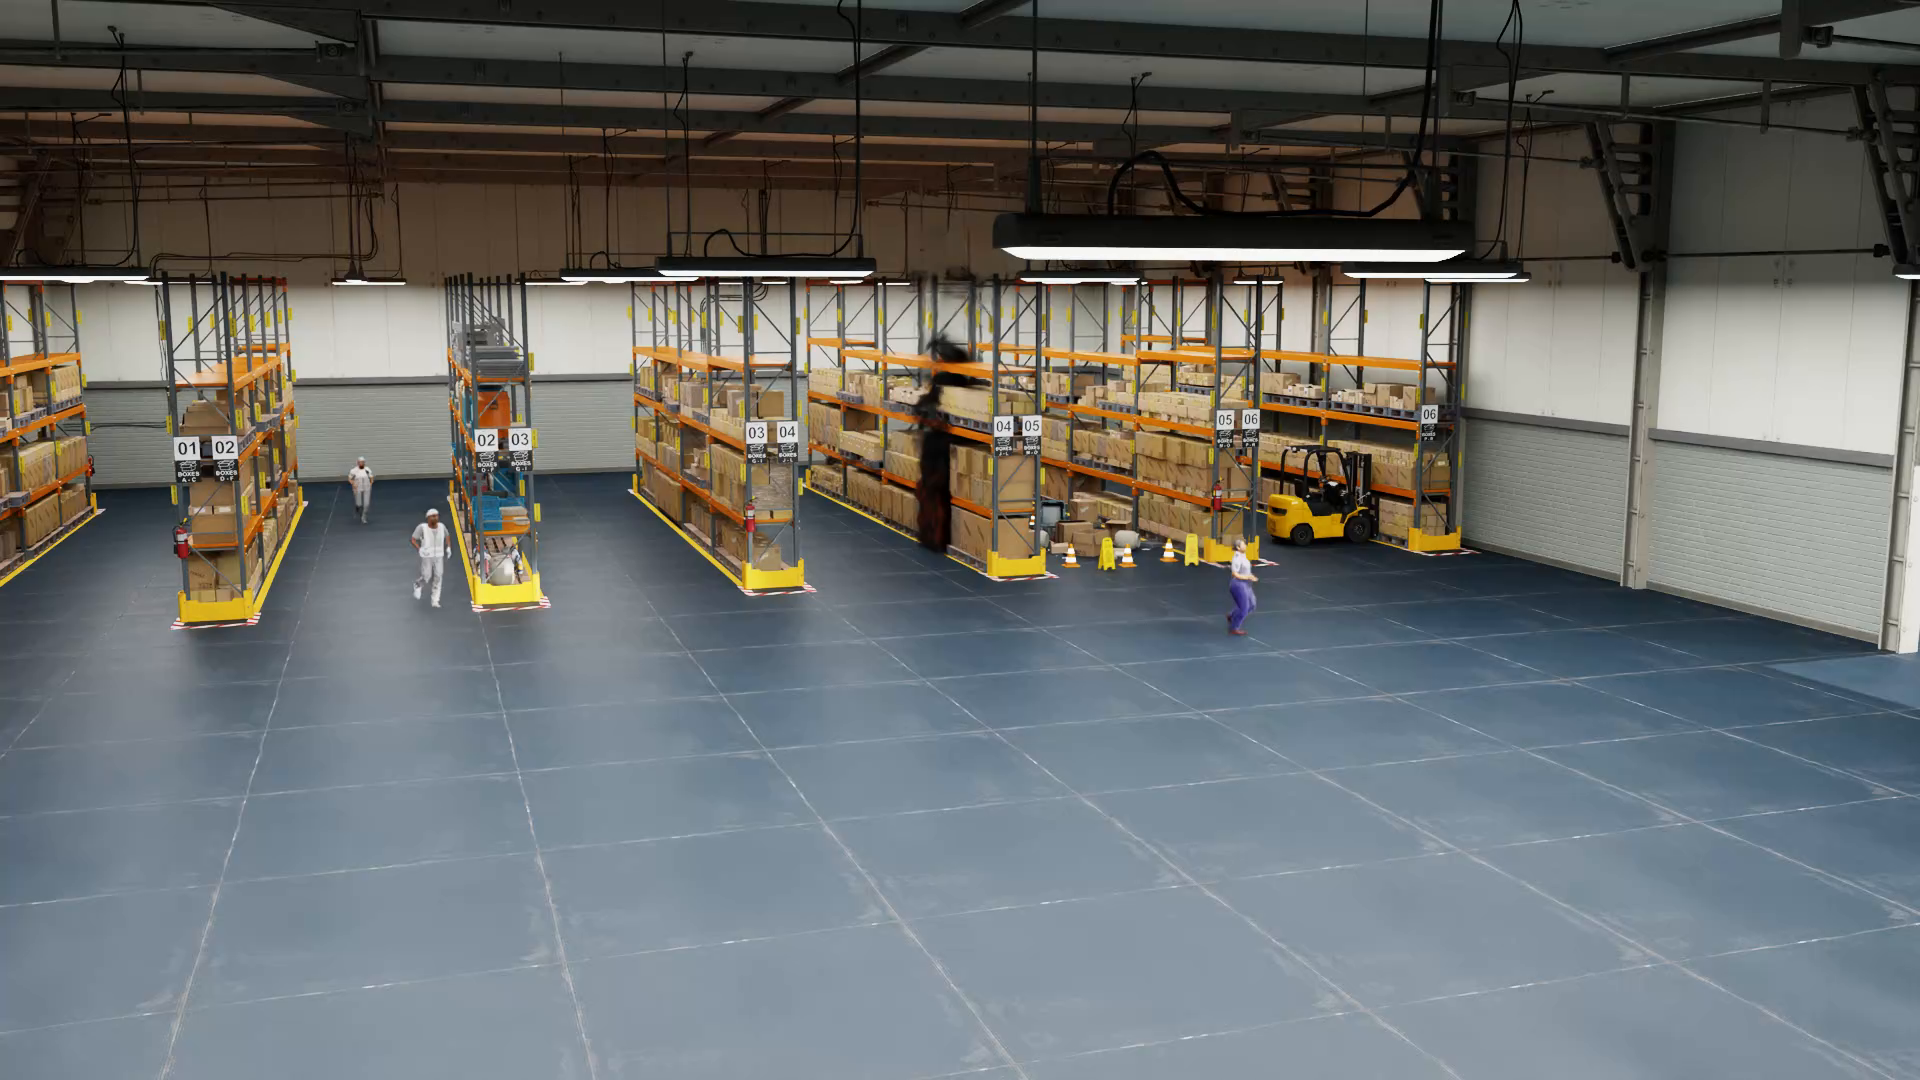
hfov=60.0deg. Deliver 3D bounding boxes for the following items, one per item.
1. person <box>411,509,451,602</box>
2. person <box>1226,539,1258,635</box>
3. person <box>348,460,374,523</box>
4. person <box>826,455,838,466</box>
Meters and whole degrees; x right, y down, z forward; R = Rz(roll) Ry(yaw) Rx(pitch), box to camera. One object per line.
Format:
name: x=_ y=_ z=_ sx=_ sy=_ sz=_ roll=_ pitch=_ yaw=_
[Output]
person: x=-9.634 y=0.266 z=30.328 sx=0.736 sy=1.702 sz=0.634 roll=-7 pitch=11 yaw=-39
person: x=4.705 y=0.780 z=27.644 sx=0.527 sy=1.589 sz=0.599 roll=3 pitch=9 yaw=18
person: x=-14.676 y=-1.217 z=40.824 sx=0.587 sy=1.601 sz=0.543 roll=-5 pitch=10 yaw=-31
person: x=-3.812 y=-2.583 z=49.906 sx=0.708 sy=1.627 sz=0.759 roll=3 pitch=9 yaw=16
